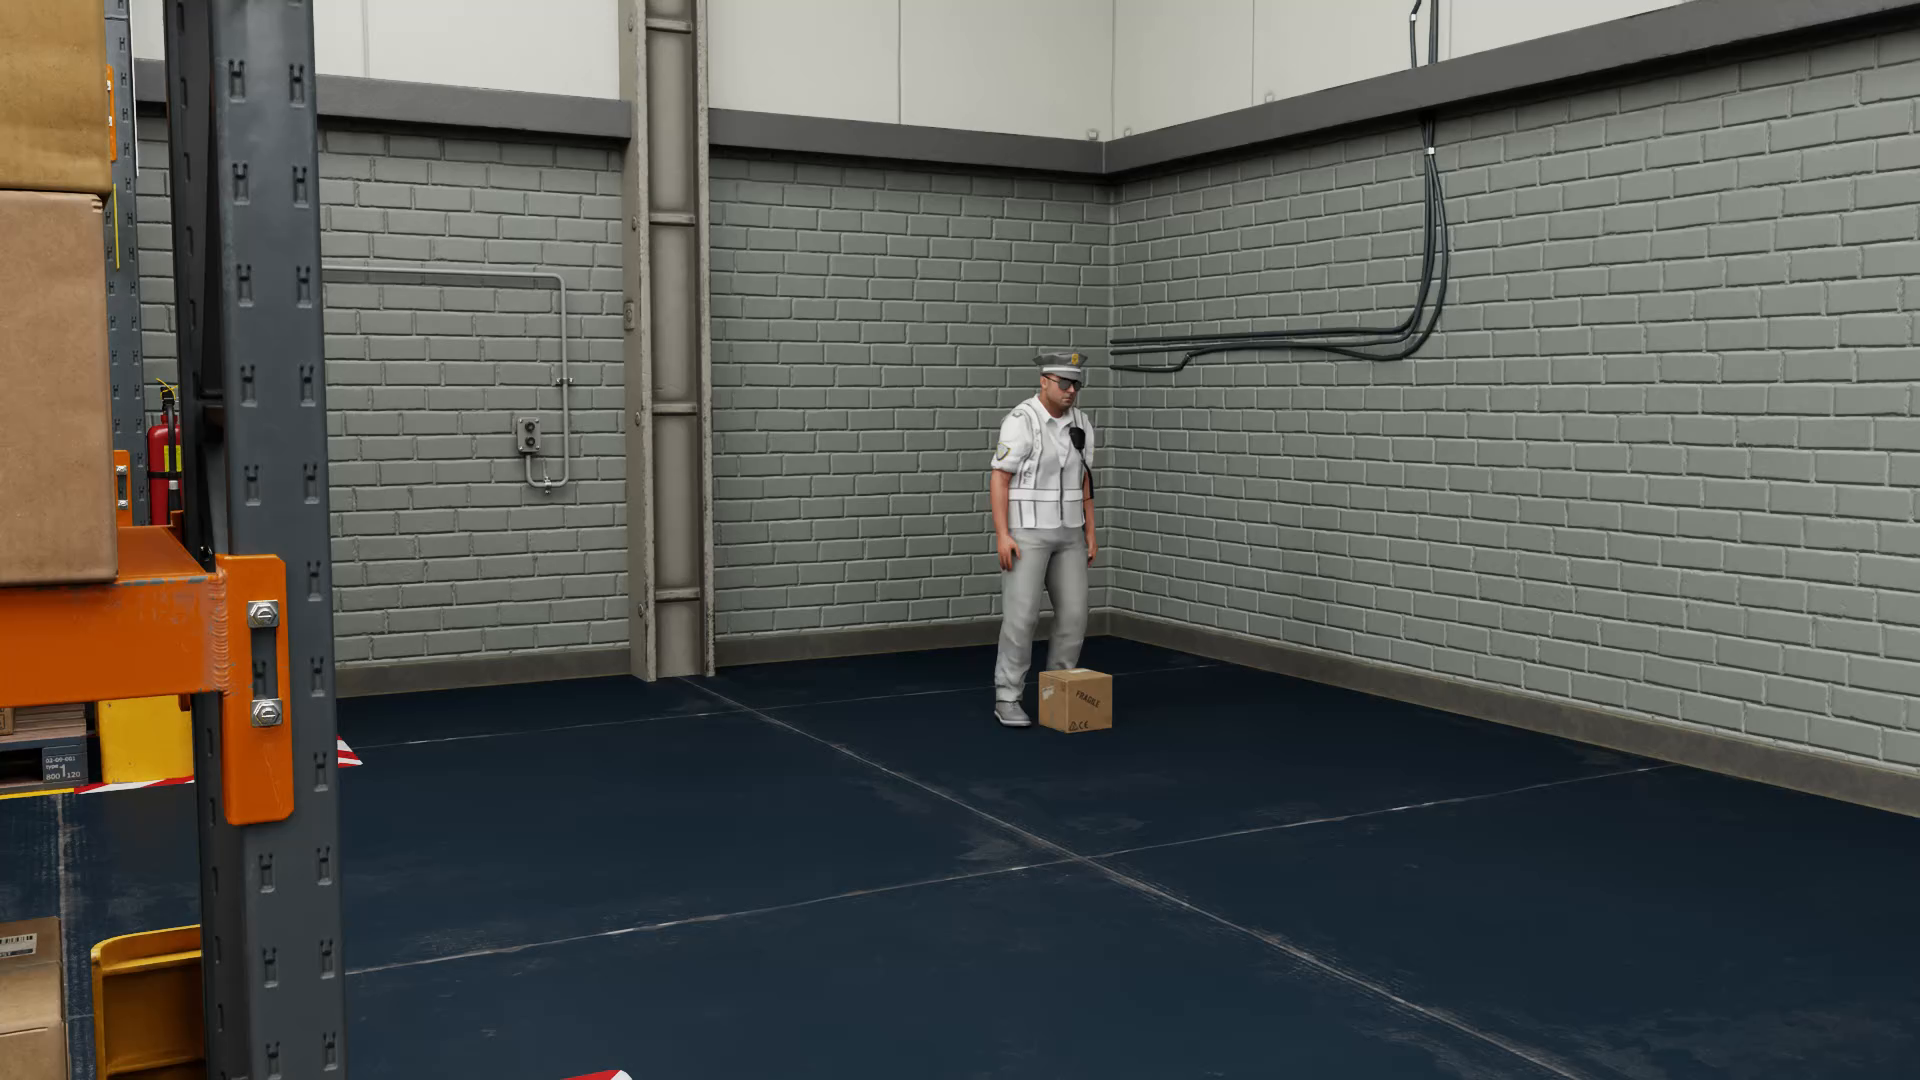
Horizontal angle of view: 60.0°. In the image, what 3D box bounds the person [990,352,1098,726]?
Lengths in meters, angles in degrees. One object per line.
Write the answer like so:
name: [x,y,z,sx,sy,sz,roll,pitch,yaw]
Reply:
person: [0.401,-0.020,7.935,0.596,1.747,0.444,-3,6,-32]
